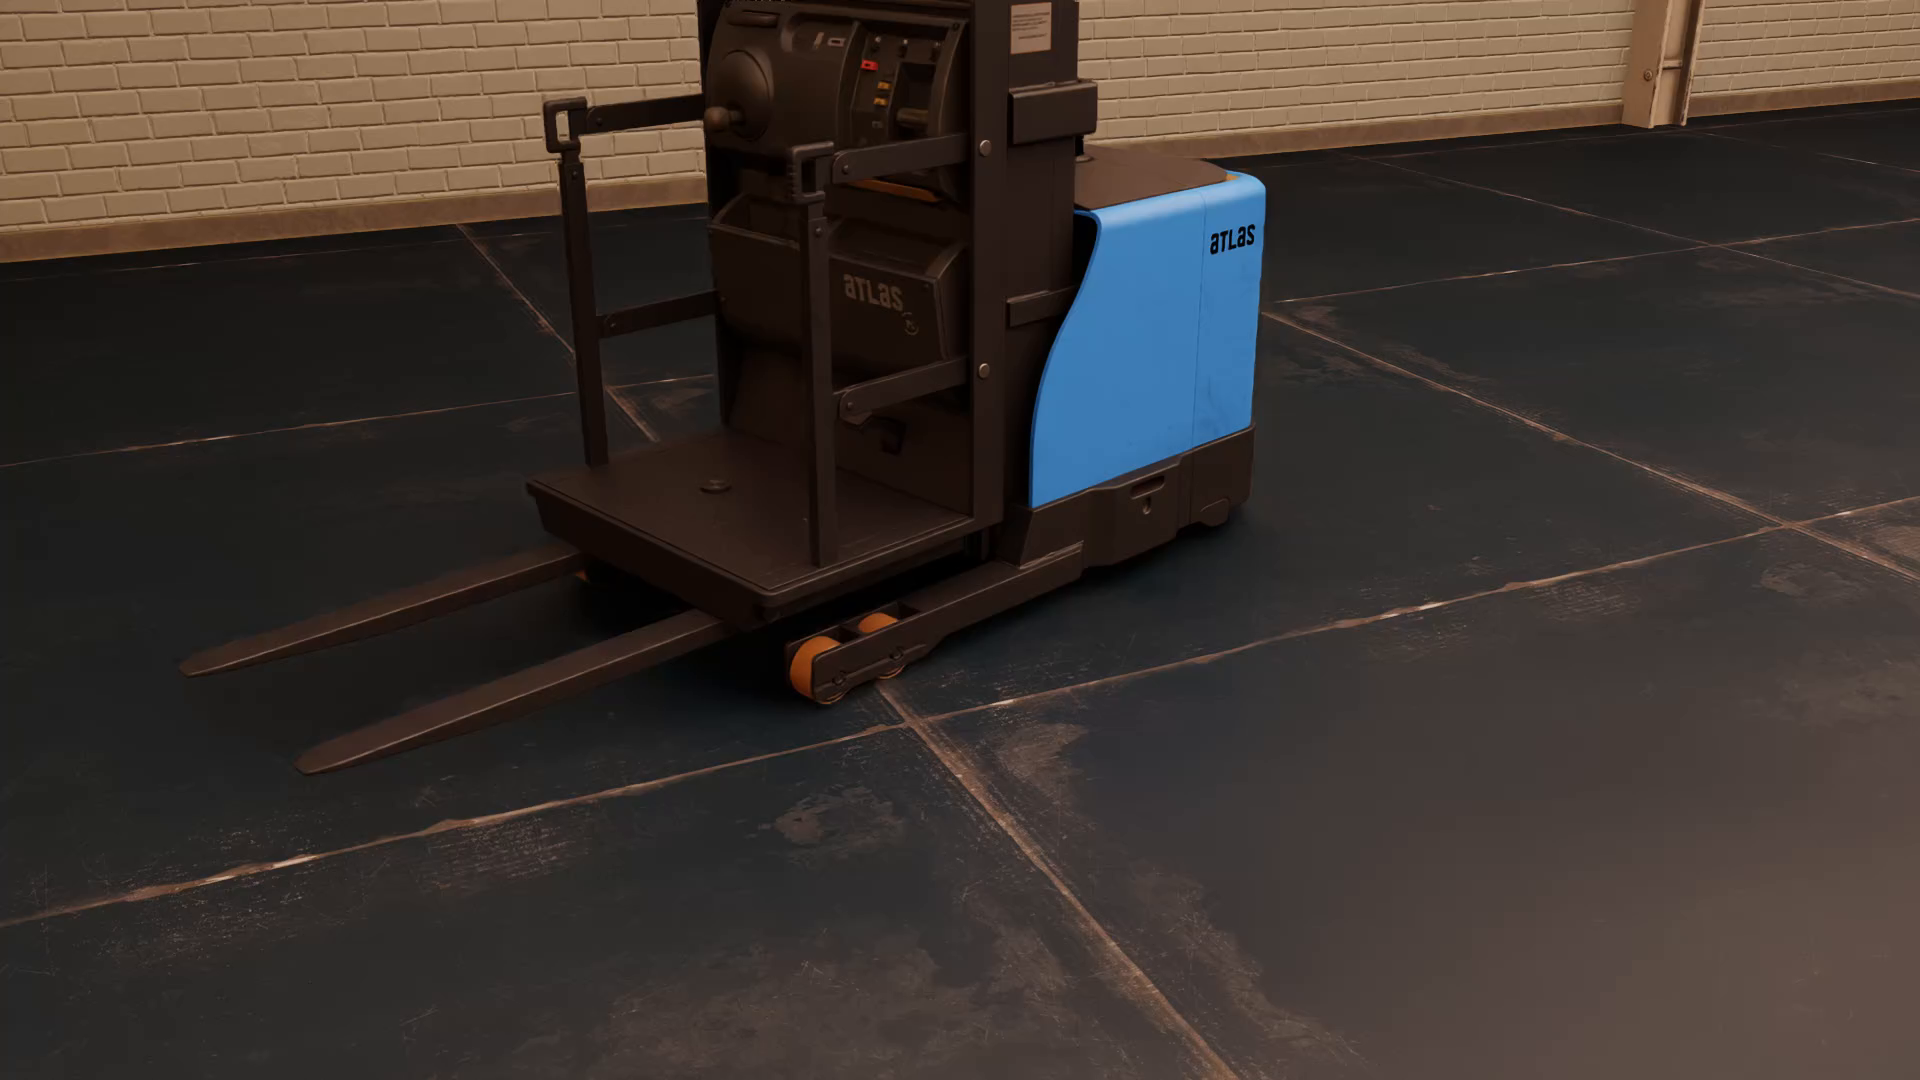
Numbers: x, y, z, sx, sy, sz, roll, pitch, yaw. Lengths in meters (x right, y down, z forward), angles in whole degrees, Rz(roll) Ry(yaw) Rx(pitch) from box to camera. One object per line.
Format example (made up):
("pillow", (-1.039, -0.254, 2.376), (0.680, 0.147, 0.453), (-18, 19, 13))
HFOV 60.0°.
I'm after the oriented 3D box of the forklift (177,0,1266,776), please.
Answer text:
("forklift", (-0.486, -1.169, 4.101), (3.031, 2.935, 1.130), (-21, 30, -40))
